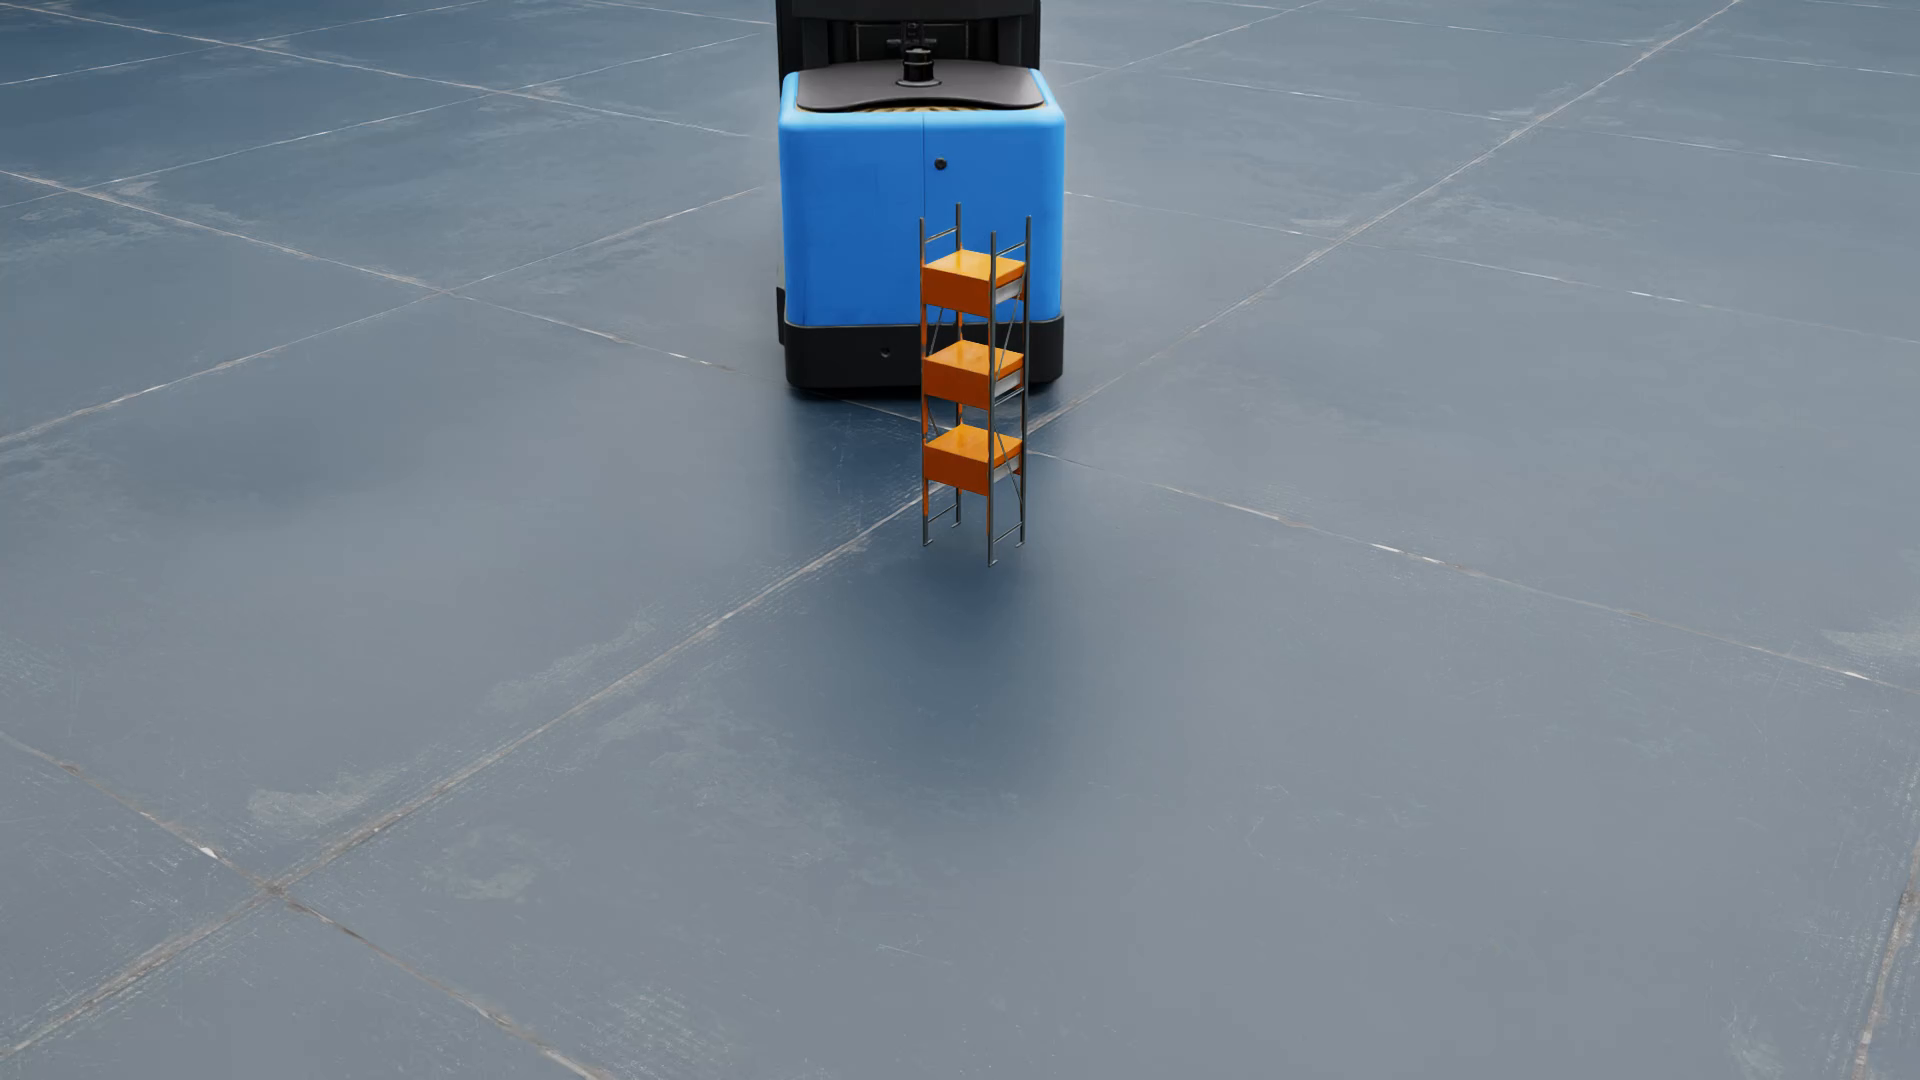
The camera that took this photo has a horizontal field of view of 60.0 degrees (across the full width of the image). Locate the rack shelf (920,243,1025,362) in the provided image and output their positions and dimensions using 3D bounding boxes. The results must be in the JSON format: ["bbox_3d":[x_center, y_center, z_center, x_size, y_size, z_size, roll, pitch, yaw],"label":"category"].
[{"bbox_3d":[0.044,-0.698,4.861,0.240,0.259,0.215,17,32,30],"label":"rack shelf"}]

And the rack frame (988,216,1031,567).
[{"bbox_3d":[0.145,-0.423,4.923,0.008,1.050,0.200,17,32,30],"label":"rack frame"}]

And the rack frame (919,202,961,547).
[{"bbox_3d":[-0.056,-0.485,5.046,0.008,1.050,0.200,17,32,30],"label":"rack frame"}]

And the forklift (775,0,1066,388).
[{"bbox_3d":[-0.229,-2.506,6.943,1.130,2.935,3.031,-2,27,-4],"label":"forklift"}]

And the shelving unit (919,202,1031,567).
[{"bbox_3d":[0.044,-0.454,4.985,0.252,1.050,0.215,17,32,30],"label":"shelving unit"}]

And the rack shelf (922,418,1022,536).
[{"bbox_3d":[0.044,-0.197,5.116,0.240,0.259,0.215,17,32,30],"label":"rack shelf"}]

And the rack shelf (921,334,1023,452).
[{"bbox_3d":[0.044,-0.445,4.990,0.240,0.259,0.215,17,32,30],"label":"rack shelf"}]
